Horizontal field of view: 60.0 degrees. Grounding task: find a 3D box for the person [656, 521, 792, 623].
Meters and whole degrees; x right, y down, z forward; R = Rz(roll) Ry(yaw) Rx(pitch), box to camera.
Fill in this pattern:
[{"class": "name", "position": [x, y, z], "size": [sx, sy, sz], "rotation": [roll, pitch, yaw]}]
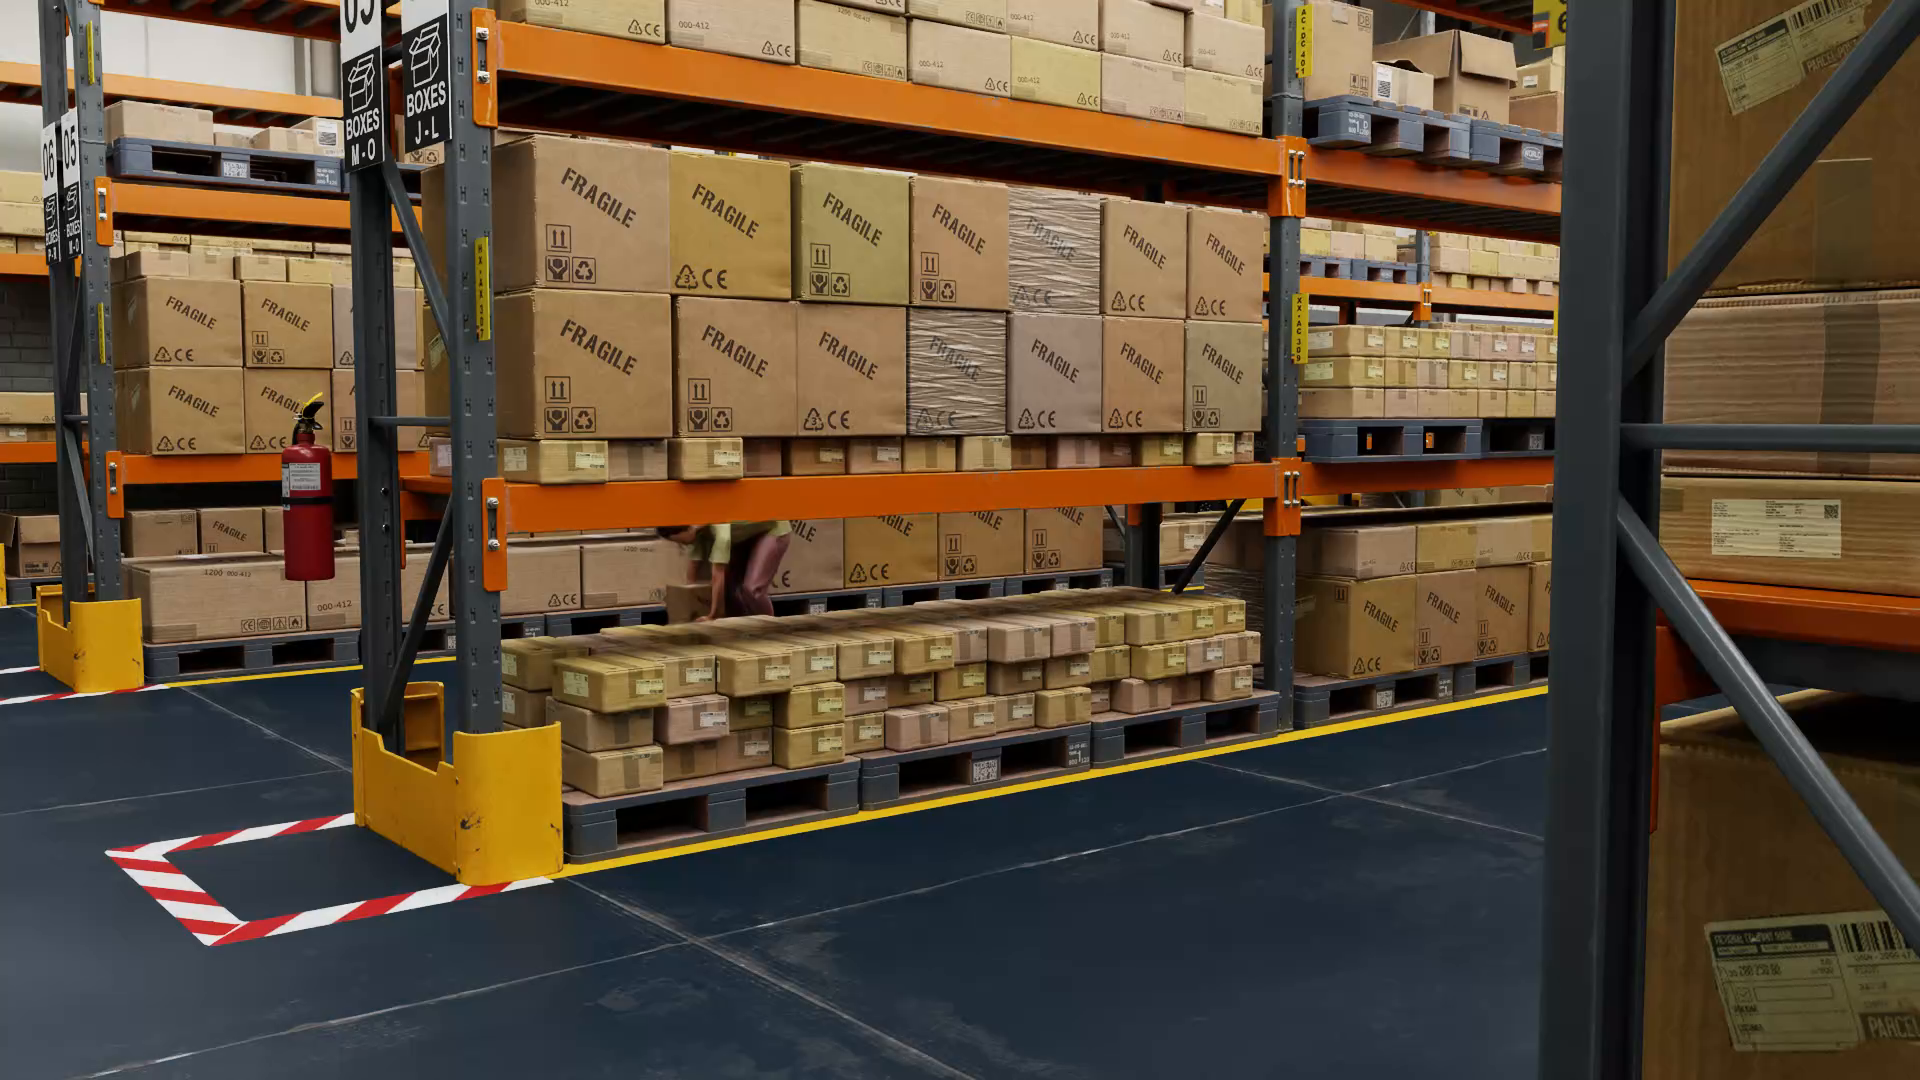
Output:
[{"class": "person", "position": [-1.408, 0.259, 9.922], "size": [0.872, 1.051, 0.428], "rotation": [-4, 6, -41]}]
